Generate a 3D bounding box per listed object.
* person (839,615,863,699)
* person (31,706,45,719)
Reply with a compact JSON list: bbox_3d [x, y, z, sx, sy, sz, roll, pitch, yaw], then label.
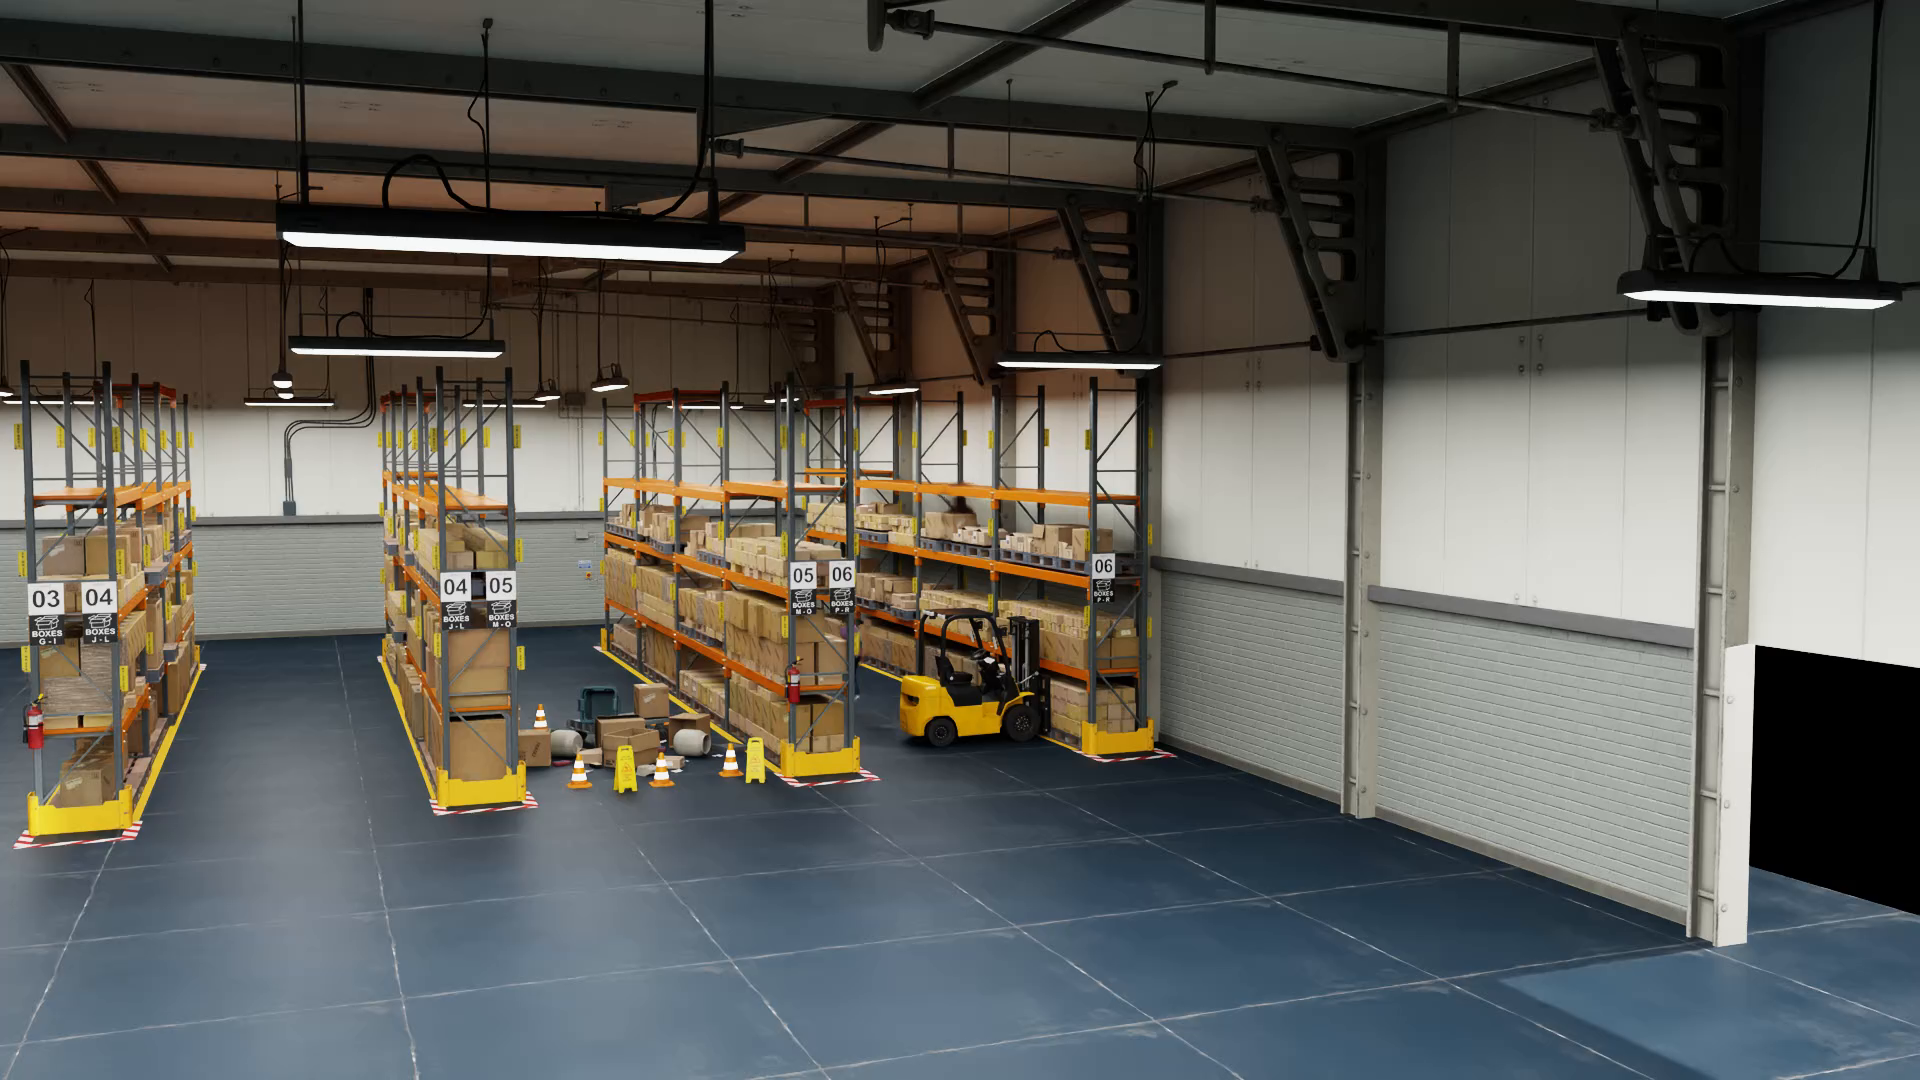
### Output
[{"bbox_3d":[-2.012,2.133,30.342,0.393,1.571,0.892,-1,4,-22],"label":"person"},{"bbox_3d":[-16.531,2.421,29.892,0.355,1.629,0.441,-2,4,-26],"label":"person"}]
